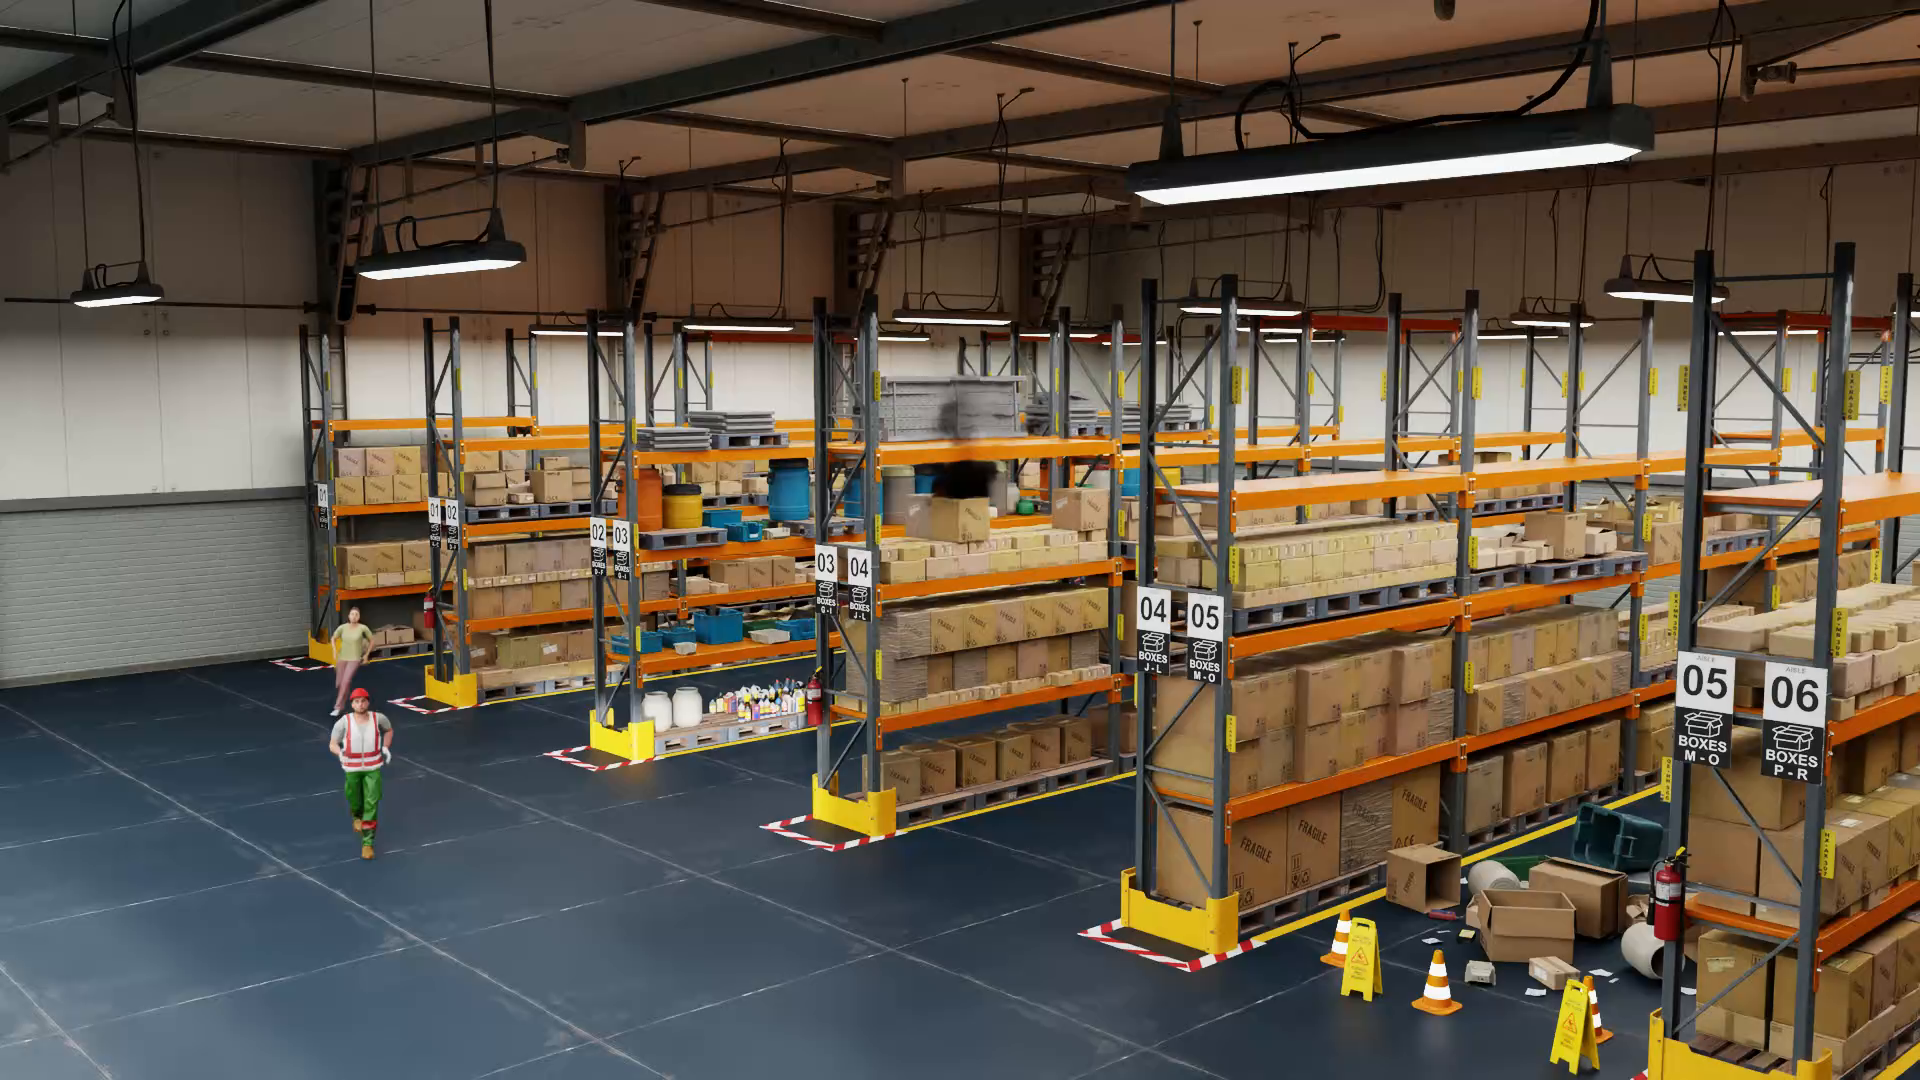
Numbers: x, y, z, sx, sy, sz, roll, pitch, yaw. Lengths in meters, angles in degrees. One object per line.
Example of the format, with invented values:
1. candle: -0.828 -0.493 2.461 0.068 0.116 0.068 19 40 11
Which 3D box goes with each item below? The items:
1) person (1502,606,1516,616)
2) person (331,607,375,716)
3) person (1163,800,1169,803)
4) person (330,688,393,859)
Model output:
1. person: 8.493 1.789 25.600 0.930 1.600 0.557 -5 8 -40
2. person: -9.219 1.816 25.230 0.627 1.605 0.724 -1 6 -9
3. person: 2.505 2.421 18.674 0.664 1.722 0.654 4 7 37
4. person: -6.442 2.472 17.948 0.658 1.779 0.928 -2 6 -22
